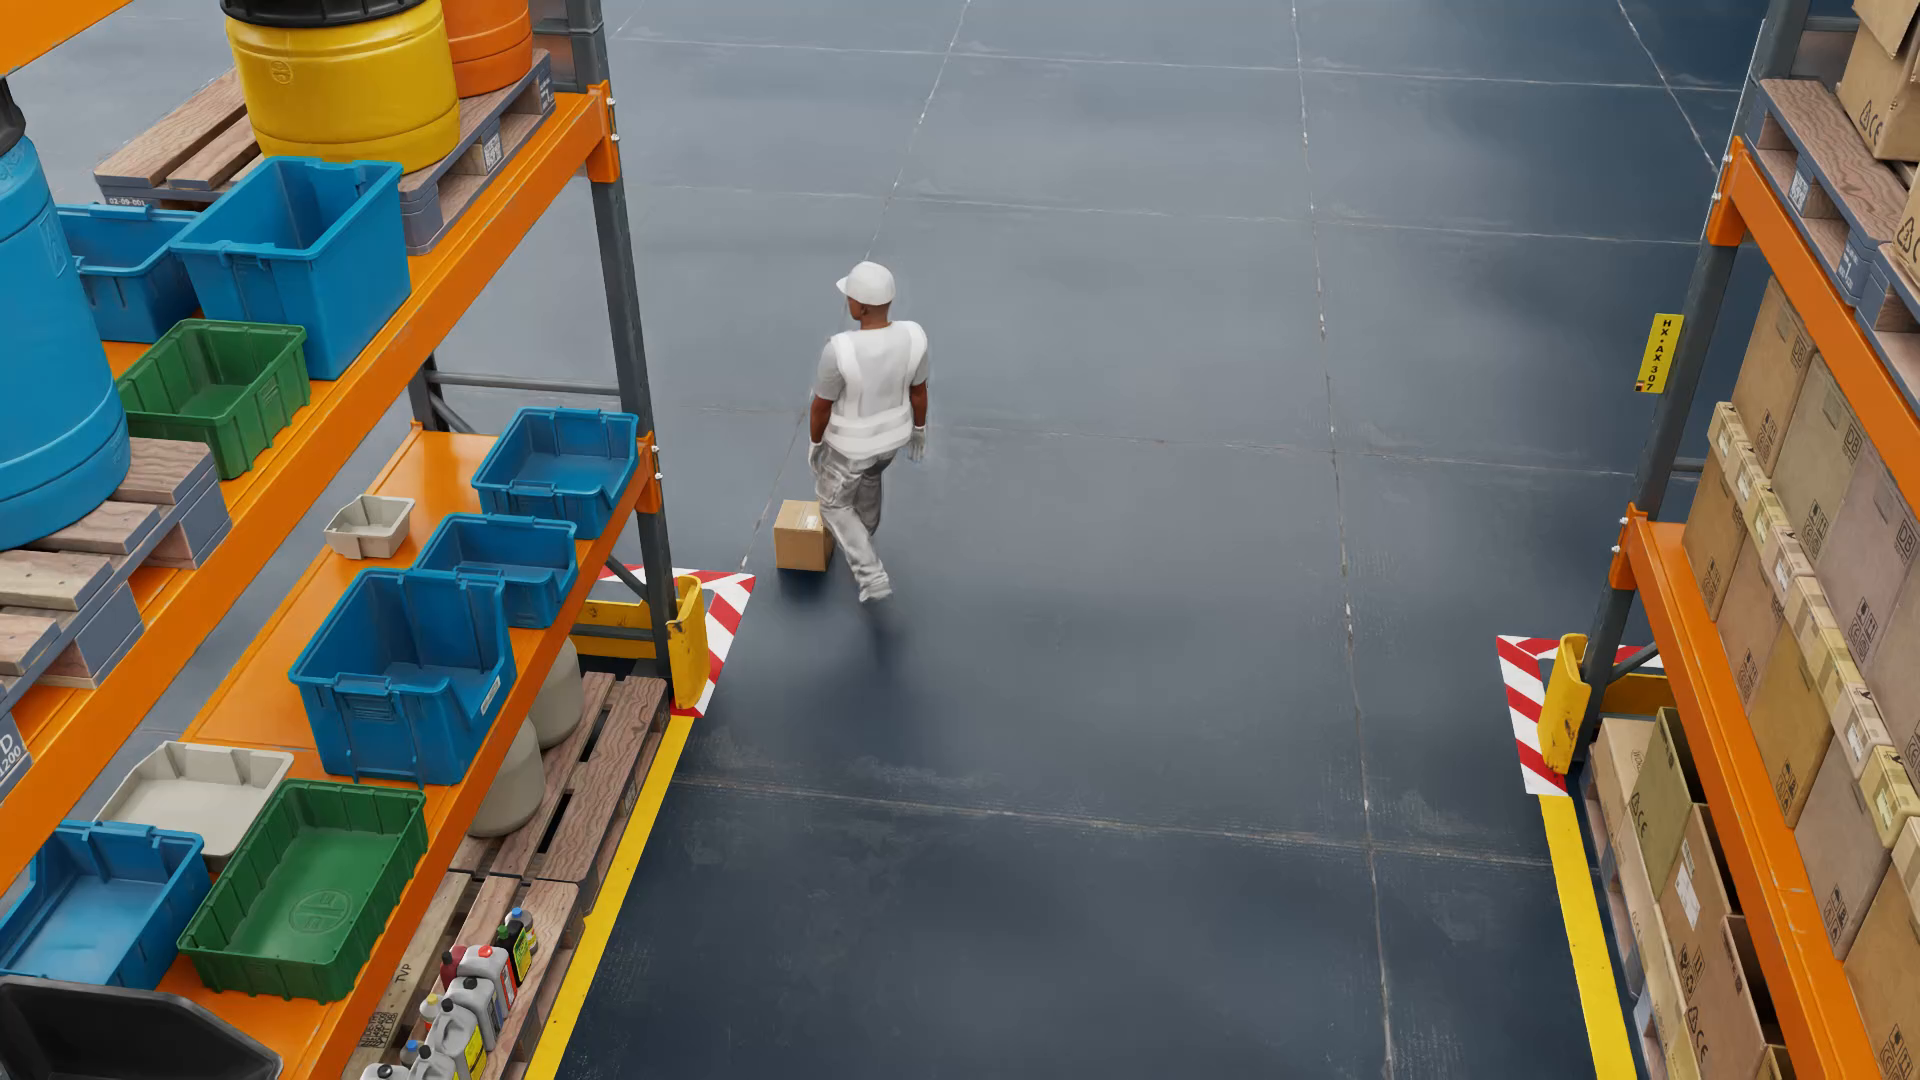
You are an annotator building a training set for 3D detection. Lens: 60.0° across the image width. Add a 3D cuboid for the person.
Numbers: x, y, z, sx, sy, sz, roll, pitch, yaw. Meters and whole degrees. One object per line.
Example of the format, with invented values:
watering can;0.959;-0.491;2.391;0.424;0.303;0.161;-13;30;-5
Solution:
person;-0.464;-0.524;7.782;0.579;1.743;0.943;-21;41;-26
